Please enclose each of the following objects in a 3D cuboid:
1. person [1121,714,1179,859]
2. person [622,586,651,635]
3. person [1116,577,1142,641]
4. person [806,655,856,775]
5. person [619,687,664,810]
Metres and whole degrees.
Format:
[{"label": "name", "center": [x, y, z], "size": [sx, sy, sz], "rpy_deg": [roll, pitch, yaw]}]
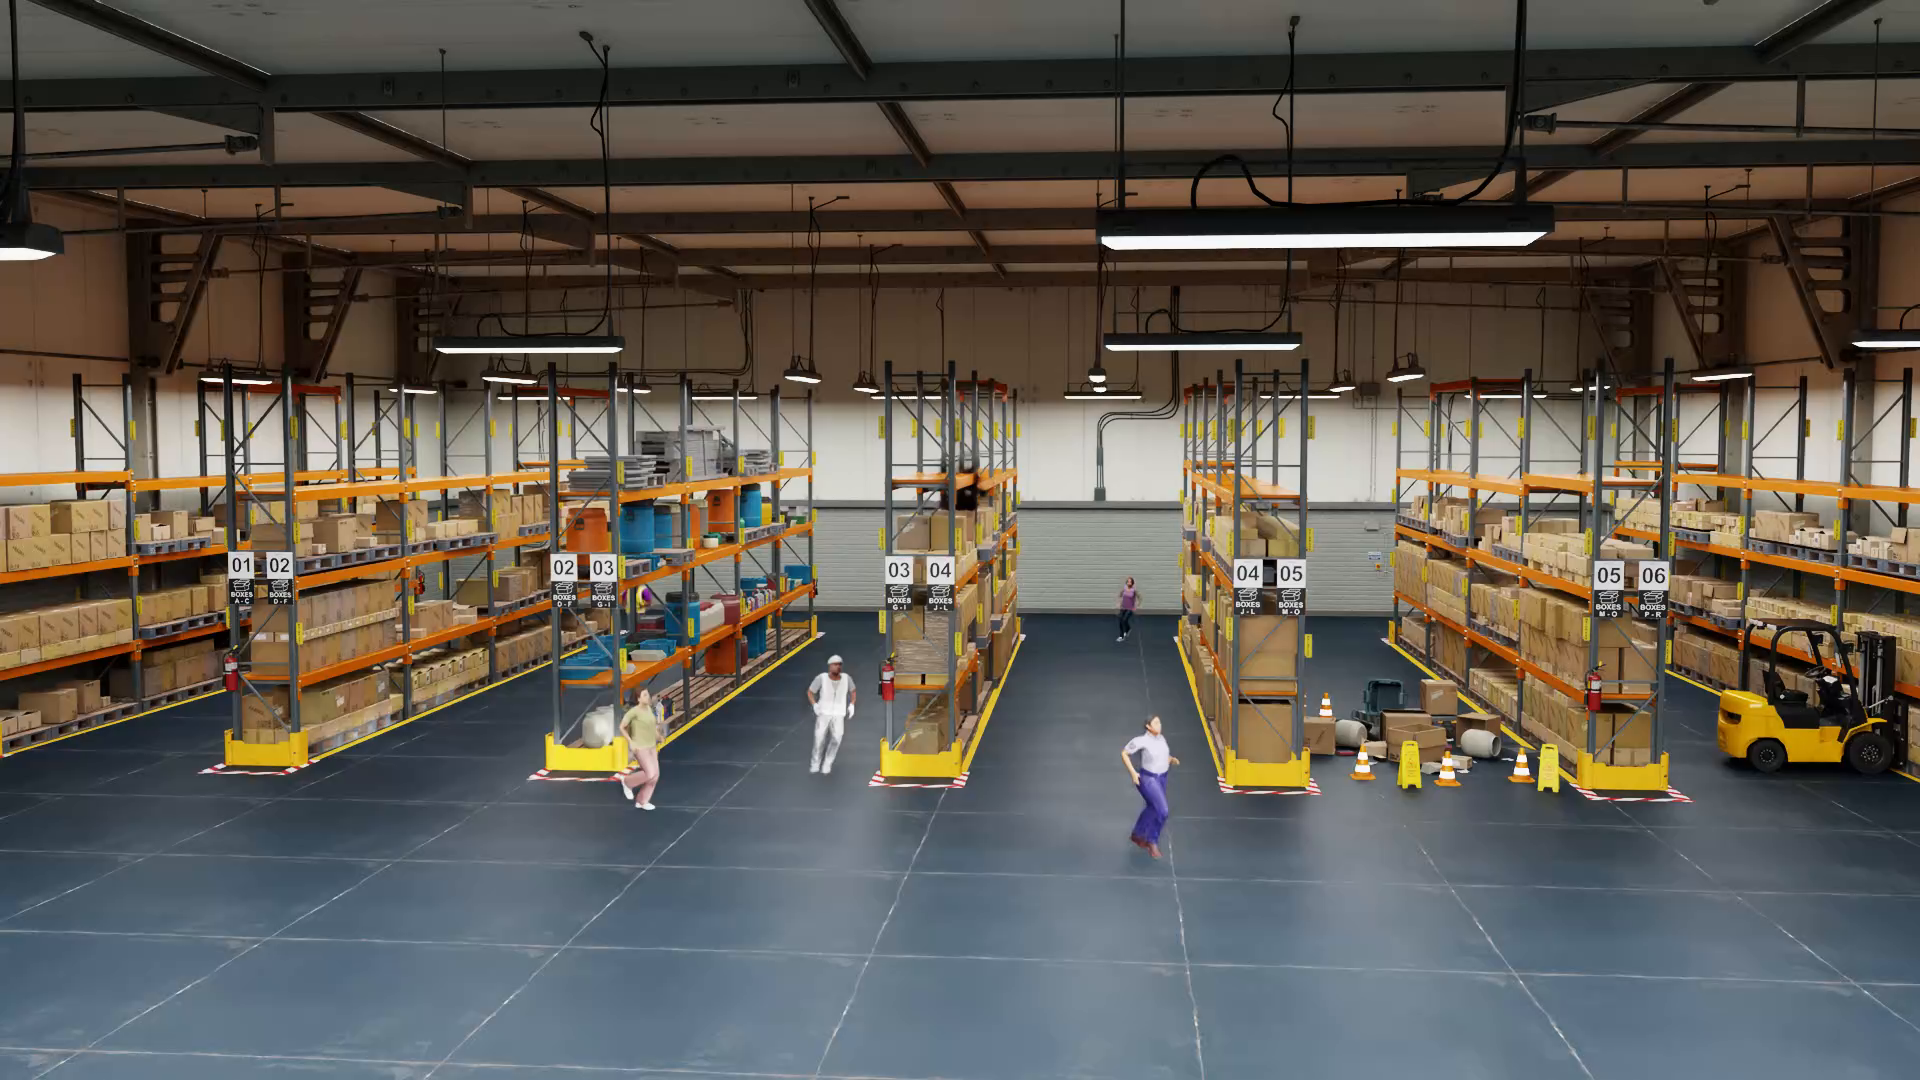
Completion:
[{"label": "person", "center": [2.273, 2.899, 19.642], "size": [0.719, 1.694, 0.577], "rpy_deg": [3, 5, 40]}, {"label": "person", "center": [-7.264, 1.670, 37.255], "size": [0.701, 1.768, 0.826], "rpy_deg": [0, 4, 3]}, {"label": "person", "center": [3.961, 1.646, 39.343], "size": [0.600, 1.539, 0.500], "rpy_deg": [2, 4, 31]}, {"label": "person", "center": [-1.858, 2.540, 24.188], "size": [0.745, 1.730, 0.609], "rpy_deg": [-1, 4, -9]}, {"label": "person", "center": [-4.200, 2.749, 22.000], "size": [0.552, 1.626, 0.588], "rpy_deg": [2, 4, 31]}]
